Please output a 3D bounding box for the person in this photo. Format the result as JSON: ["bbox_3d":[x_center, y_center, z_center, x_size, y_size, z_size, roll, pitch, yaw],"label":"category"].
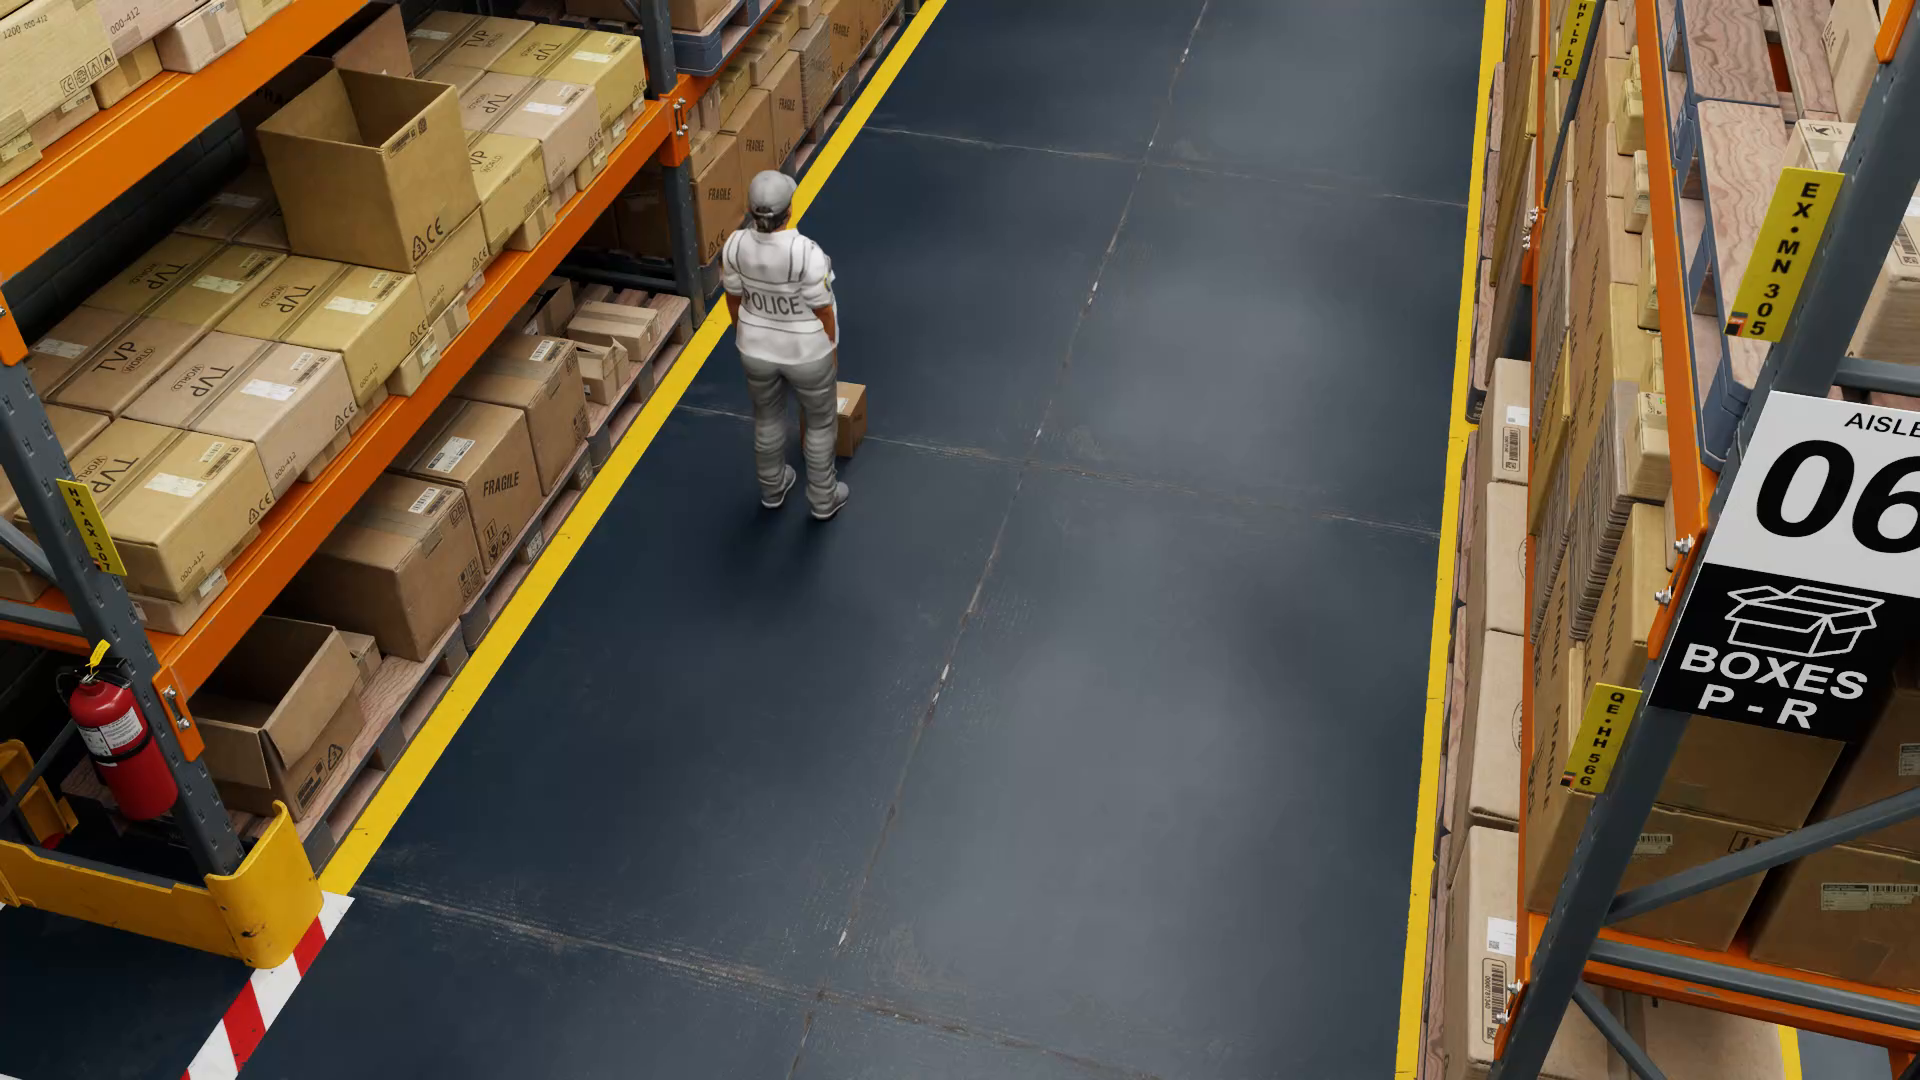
[{"bbox_3d":[-0.743,-0.811,7.094,0.479,1.689,0.390,11,42,12],"label":"person"}]
